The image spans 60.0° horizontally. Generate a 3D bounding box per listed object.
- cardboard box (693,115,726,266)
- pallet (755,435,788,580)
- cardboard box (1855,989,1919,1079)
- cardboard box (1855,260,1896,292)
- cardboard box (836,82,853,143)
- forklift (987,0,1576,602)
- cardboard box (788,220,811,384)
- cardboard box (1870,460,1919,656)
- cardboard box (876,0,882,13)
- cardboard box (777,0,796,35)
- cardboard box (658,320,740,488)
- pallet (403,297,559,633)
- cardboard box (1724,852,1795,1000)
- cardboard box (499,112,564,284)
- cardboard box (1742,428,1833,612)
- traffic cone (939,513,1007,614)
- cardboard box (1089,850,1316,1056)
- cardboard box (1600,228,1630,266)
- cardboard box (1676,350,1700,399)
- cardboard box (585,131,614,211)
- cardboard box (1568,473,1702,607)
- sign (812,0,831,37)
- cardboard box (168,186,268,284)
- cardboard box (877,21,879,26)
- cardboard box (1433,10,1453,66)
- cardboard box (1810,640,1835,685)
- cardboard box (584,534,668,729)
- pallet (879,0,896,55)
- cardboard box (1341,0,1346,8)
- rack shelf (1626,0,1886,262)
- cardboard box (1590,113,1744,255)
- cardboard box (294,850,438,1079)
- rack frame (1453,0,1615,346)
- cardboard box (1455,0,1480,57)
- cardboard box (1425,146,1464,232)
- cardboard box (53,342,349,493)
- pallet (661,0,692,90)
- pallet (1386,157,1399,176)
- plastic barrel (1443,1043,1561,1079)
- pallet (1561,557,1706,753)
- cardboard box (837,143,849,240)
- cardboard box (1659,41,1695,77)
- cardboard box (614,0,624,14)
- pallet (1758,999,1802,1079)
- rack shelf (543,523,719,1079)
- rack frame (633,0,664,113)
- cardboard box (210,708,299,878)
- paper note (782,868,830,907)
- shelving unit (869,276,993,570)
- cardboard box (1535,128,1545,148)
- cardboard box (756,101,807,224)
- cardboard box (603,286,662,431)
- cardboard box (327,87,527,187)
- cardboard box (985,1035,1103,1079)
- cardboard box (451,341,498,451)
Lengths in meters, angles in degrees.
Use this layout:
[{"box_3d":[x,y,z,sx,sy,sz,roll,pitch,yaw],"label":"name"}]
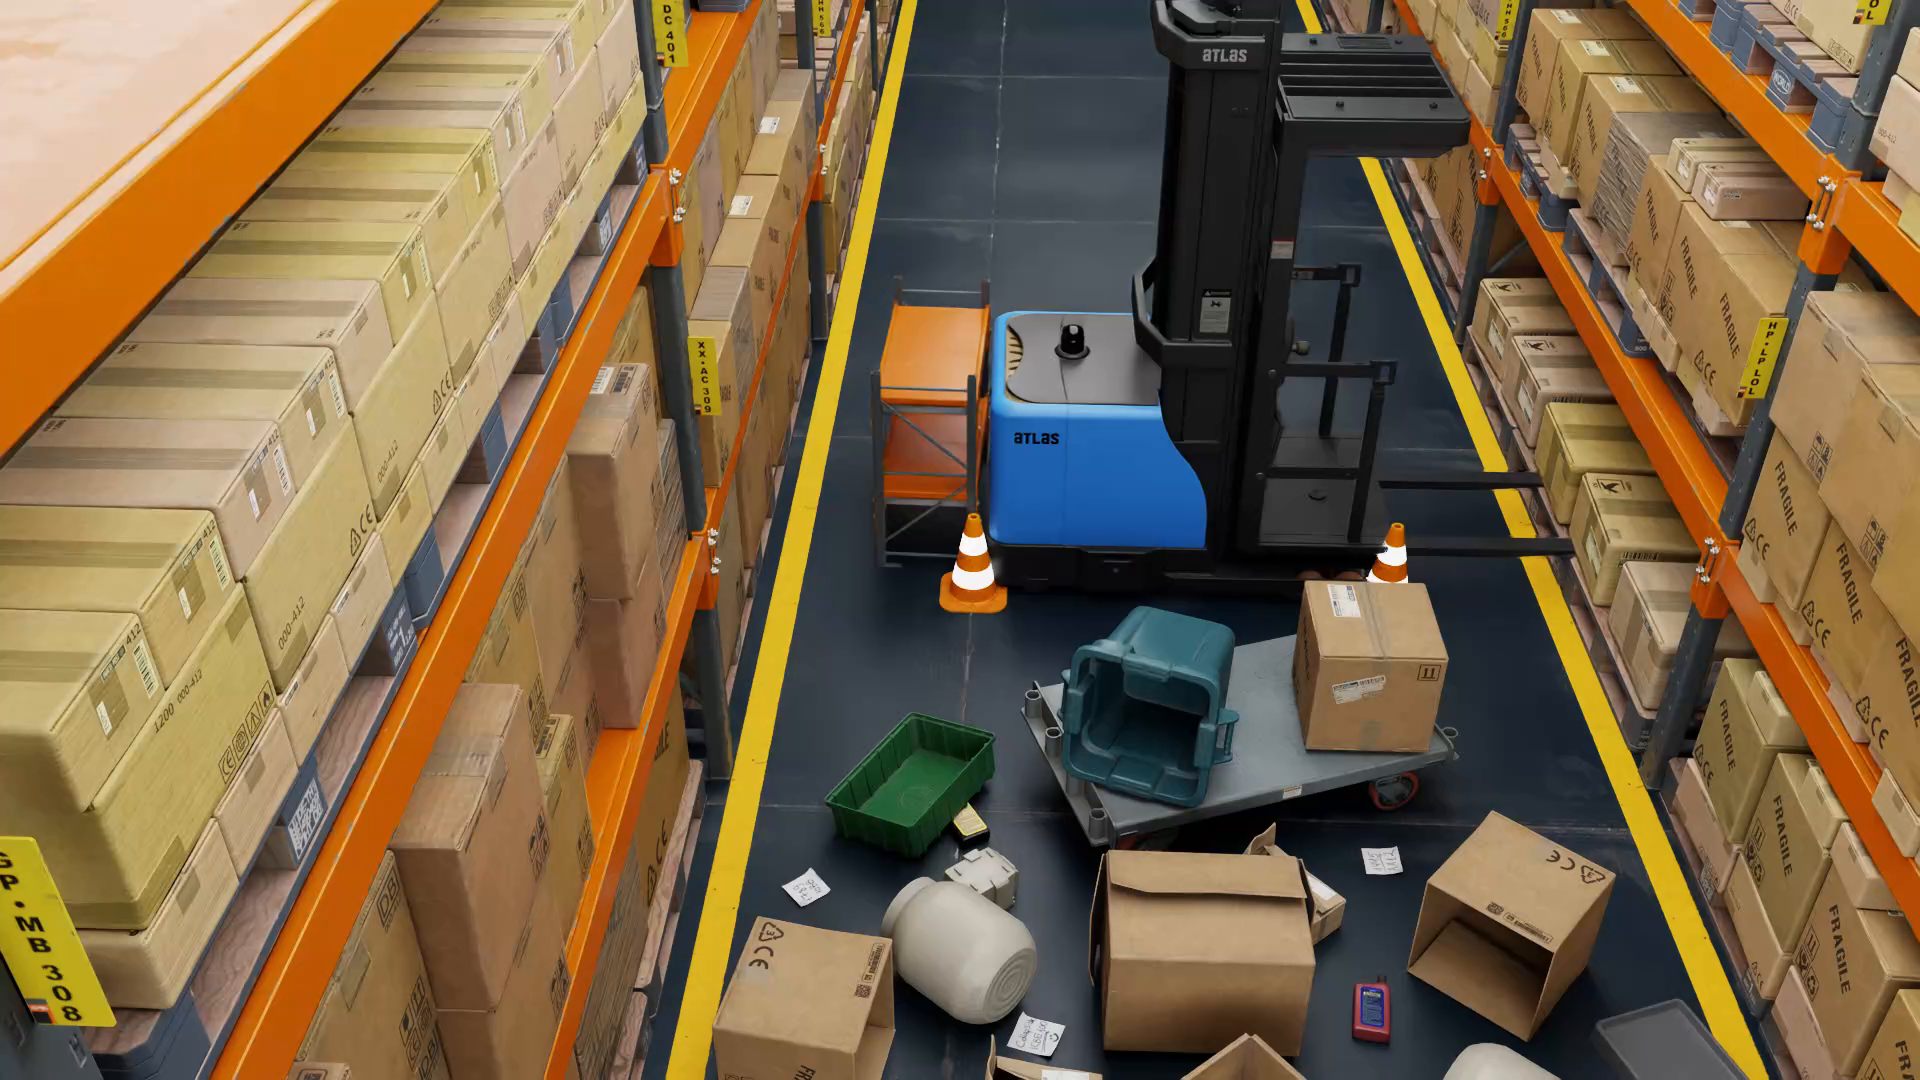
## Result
[{"box_3d":[-1.441,-1.548,7.333,0.700,0.500,0.500,2,35,2],"label":"cardboard box"},{"box_3d":[-1.492,-0.234,8.845,1.003,0.211,1.213,1,35,2],"label":"pallet"},{"box_3d":[3.112,1.718,5.016,0.500,0.500,0.500,1,35,1],"label":"cardboard box"},{"box_3d":[3.761,-0.768,6.468,0.500,0.500,0.500,2,35,3],"label":"cardboard box"},{"box_3d":[-1.011,-2.947,11.436,0.500,0.250,0.500,2,35,2],"label":"cardboard box"},{"box_3d":[1.661,-1.190,7.840,3.031,2.935,1.130,1,35,2],"label":"forklift"},{"box_3d":[-1.448,-1.428,9.711,1.050,0.750,0.750,1,35,1],"label":"cardboard box"},{"box_3d":[3.132,0.087,4.749,0.700,0.500,0.500,1,35,1],"label":"cardboard box"},{"box_3d":[-0.896,-4.752,14.704,0.380,0.149,0.250,3,35,4],"label":"cardboard box"},{"box_3d":[-1.121,-3.101,9.835,0.380,0.149,0.250,1,35,2],"label":"cardboard box"},{"box_3d":[-1.204,-0.564,6.802,0.500,0.500,0.500,2,35,2],"label":"cardboard box"},{"box_3d":[-1.589,-0.249,3.909,1.003,0.211,1.213,1,35,2],"label":"pallet"},{"box_3d":[3.152,1.422,6.089,0.500,0.250,0.500,3,35,5],"label":"cardboard box"},{"box_3d":[-1.300,-0.860,4.122,0.500,0.250,0.500,1,35,1],"label":"cardboard box"},{"box_3d":[3.160,-0.087,5.865,0.500,0.500,0.500,1,35,2],"label":"cardboard box"},{"box_3d":[0.068,0.076,8.186,0.336,0.463,0.334,1,35,2],"label":"traffic cone"},{"box_3d":[0.865,1.488,6.022,0.797,0.637,0.503,1,35,2],"label":"cardboard box"},{"box_3d":[3.304,-1.428,7.972,0.380,0.149,0.250,2,35,3],"label":"cardboard box"},{"box_3d":[3.229,-0.693,6.926,0.380,0.149,0.250,0,35,0],"label":"cardboard box"},{"box_3d":[-1.208,-1.054,4.744,0.380,0.149,0.250,2,35,3],"label":"cardboard box"},{"box_3d":[3.500,0.018,7.981,0.950,0.372,0.625,3,35,5],"label":"cardboard box"},{"box_3d":[-0.779,-2.988,9.331,0.100,0.325,0.005,1,35,2],"label":"sign"},{"box_3d":[-1.852,-0.582,3.726,0.500,0.250,0.500,2,35,2],"label":"cardboard box"},{"box_3d":[-0.908,-4.474,14.567,0.380,0.149,0.250,1,35,1],"label":"cardboard box"},{"box_3d":[3.418,-3.287,10.894,0.500,0.250,0.500,1,35,1],"label":"cardboard box"},{"box_3d":[3.184,0.406,5.728,0.380,0.149,0.250,1,35,2],"label":"cardboard box"},{"box_3d":[-1.497,0.241,5.614,0.875,0.550,0.550,1,35,2],"label":"cardboard box"},{"box_3d":[-1.135,-4.772,15.301,1.003,0.211,1.213,1,35,2],"label":"pallet"},{"box_3d":[3.983,-5.281,15.464,0.875,0.438,0.875,2,35,3],"label":"cardboard box"},{"box_3d":[3.536,-2.252,7.309,1.077,0.370,4.000,1,35,2],"label":"rack shelf"},{"box_3d":[3.311,-1.658,7.735,0.500,0.500,0.500,0,35,0],"label":"cardboard box"},{"box_3d":[-1.671,1.038,3.541,0.875,0.550,0.550,1,35,2],"label":"cardboard box"},{"box_3d":[3.616,-2.469,9.599,1.000,3.000,0.127,1,35,2],"label":"rack frame"},{"box_3d":[3.399,-3.191,10.322,0.500,0.250,0.500,0,35,1],"label":"cardboard box"},{"box_3d":[3.767,-2.678,11.381,0.875,0.875,0.875,2,35,2],"label":"cardboard box"},{"box_3d":[-1.292,-0.213,2.854,0.380,0.149,0.250,2,35,2],"label":"cardboard box"},{"box_3d":[-1.507,-1.903,6.353,0.805,0.209,1.217,0,35,0],"label":"pallet"},{"box_3d":[3.821,-3.181,13.038,1.003,0.211,1.213,1,35,2],"label":"pallet"},{"box_3d":[1.865,1.960,5.539,0.512,0.421,0.421,28,44,33],"label":"plastic barrel"},{"box_3d":[3.486,0.523,7.768,1.003,0.211,1.213,1,35,2],"label":"pallet"},{"box_3d":[-1.034,-2.363,11.258,0.500,0.500,0.500,2,35,2],"label":"cardboard box"},{"box_3d":[3.866,-2.238,8.561,0.500,0.500,0.500,1,35,1],"label":"cardboard box"},{"box_3d":[-1.190,-1.673,4.931,0.380,0.149,0.250,1,35,1],"label":"cardboard box"},{"box_3d":[3.418,2.060,5.581,1.003,0.211,1.213,1,35,2],"label":"pallet"},{"box_3d":[-1.575,1.217,4.981,1.077,0.370,4.000,1,35,2],"label":"rack shelf"},{"box_3d":[-1.494,-2.681,4.685,1.000,3.000,0.127,1,35,2],"label":"rack frame"},{"box_3d":[-1.311,0.398,2.678,0.380,0.149,0.250,2,35,2],"label":"cardboard box"},{"box_3d":[-0.616,1.395,6.684,0.147,0.020,0.142,-24,42,-30],"label":"paper note"},{"box_3d":[-0.133,-0.612,8.589,0.538,1.125,1.048,2,35,4],"label":"shelving unit"},{"box_3d":[3.373,-2.194,9.061,0.380,0.149,0.250,-1,35,-1],"label":"cardboard box"},{"box_3d":[-1.105,-2.014,8.866,0.500,0.500,0.500,1,35,2],"label":"cardboard box"},{"box_3d":[-1.543,-0.519,5.755,0.875,0.550,0.550,1,35,2],"label":"cardboard box"},{"box_3d":[-1.242,-0.948,3.899,0.380,0.149,0.250,1,35,1],"label":"cardboard box"},{"box_3d":[0.277,1.922,5.730,0.396,0.266,0.258,7,36,10],"label":"cardboard box"},{"box_3d":[-1.261,-0.327,3.709,0.380,0.149,0.250,2,35,2],"label":"cardboard box"}]
